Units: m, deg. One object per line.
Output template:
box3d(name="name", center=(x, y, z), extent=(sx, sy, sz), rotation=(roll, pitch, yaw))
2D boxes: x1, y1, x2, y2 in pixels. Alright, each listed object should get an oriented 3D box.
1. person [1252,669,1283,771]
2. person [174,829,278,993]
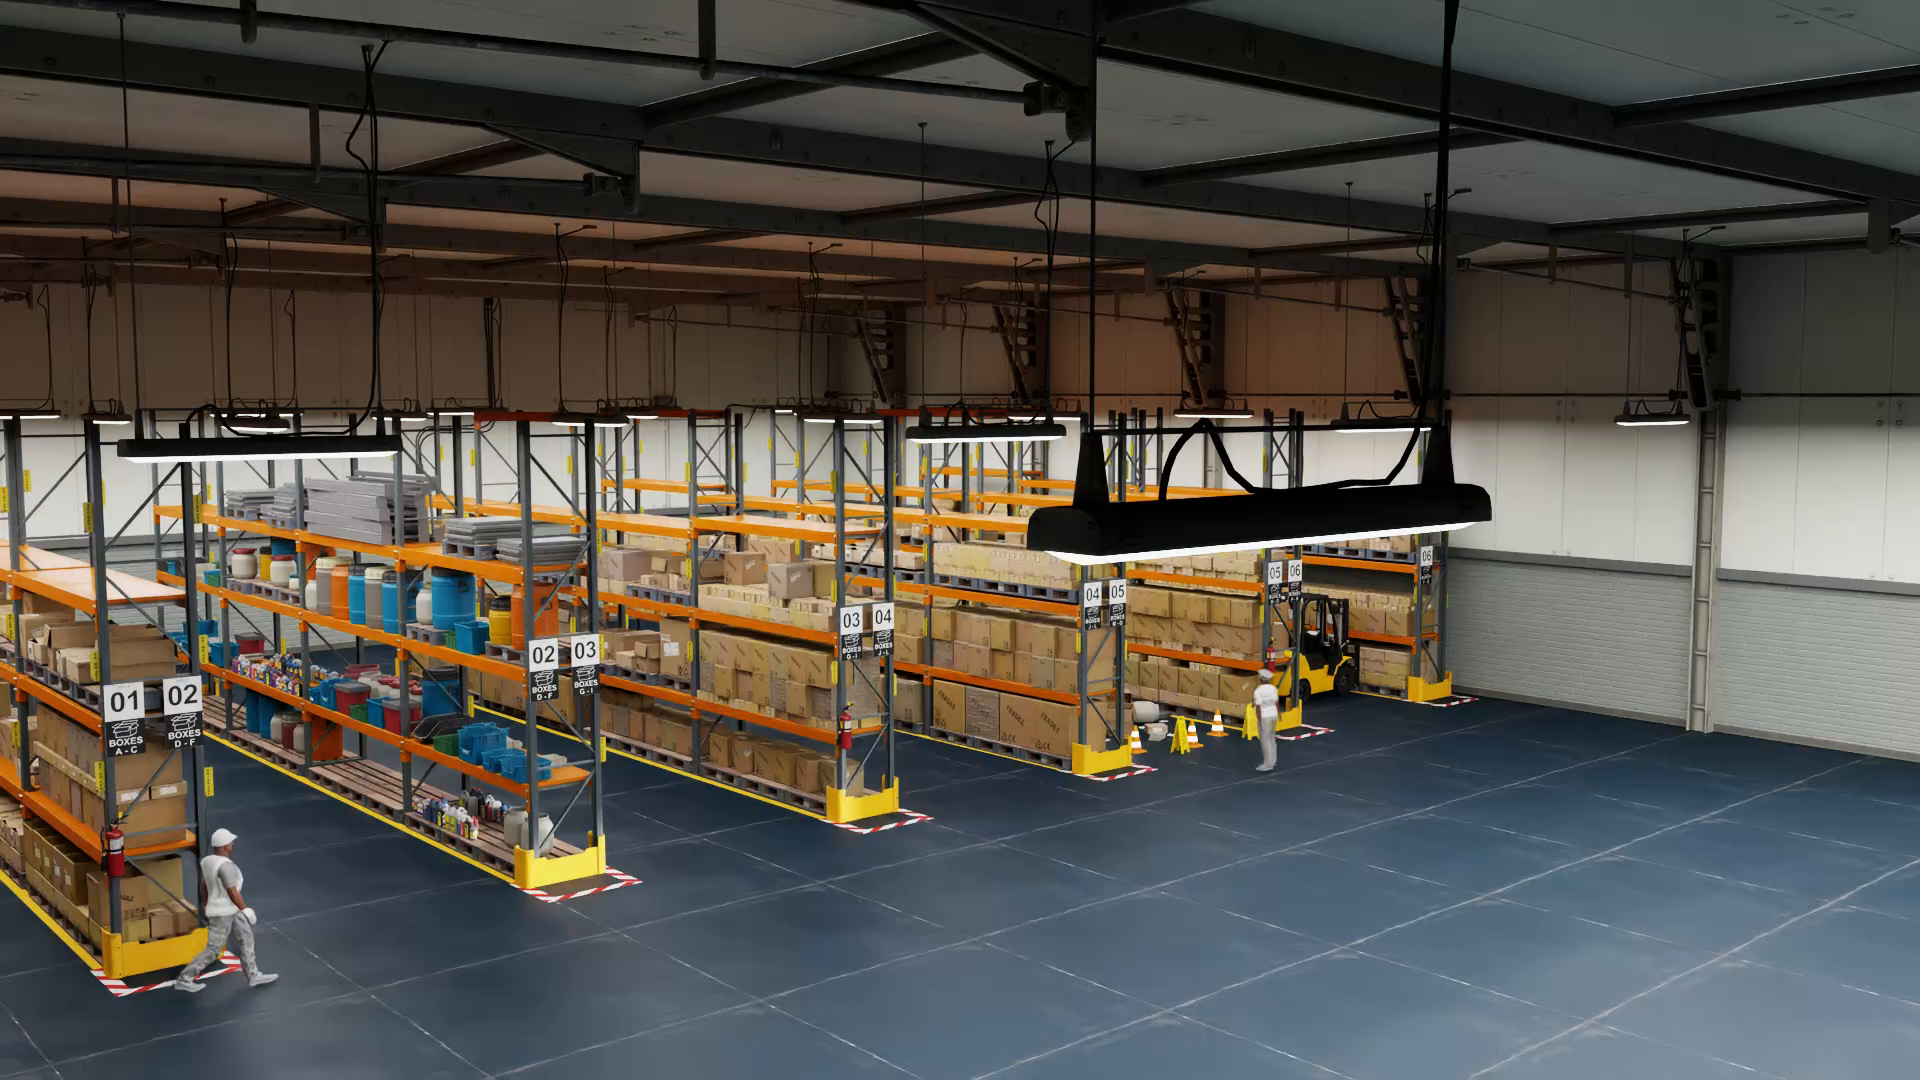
box3d(name="person", center=(5.196, 3.025, 28.066), extent=(0.654, 1.702, 0.441), rotation=(-4, 6, -35))
box3d(name="person", center=(-7.782, 3.925, 17.583), extent=(0.996, 1.751, 0.511), rotation=(-2, 5, -18))
